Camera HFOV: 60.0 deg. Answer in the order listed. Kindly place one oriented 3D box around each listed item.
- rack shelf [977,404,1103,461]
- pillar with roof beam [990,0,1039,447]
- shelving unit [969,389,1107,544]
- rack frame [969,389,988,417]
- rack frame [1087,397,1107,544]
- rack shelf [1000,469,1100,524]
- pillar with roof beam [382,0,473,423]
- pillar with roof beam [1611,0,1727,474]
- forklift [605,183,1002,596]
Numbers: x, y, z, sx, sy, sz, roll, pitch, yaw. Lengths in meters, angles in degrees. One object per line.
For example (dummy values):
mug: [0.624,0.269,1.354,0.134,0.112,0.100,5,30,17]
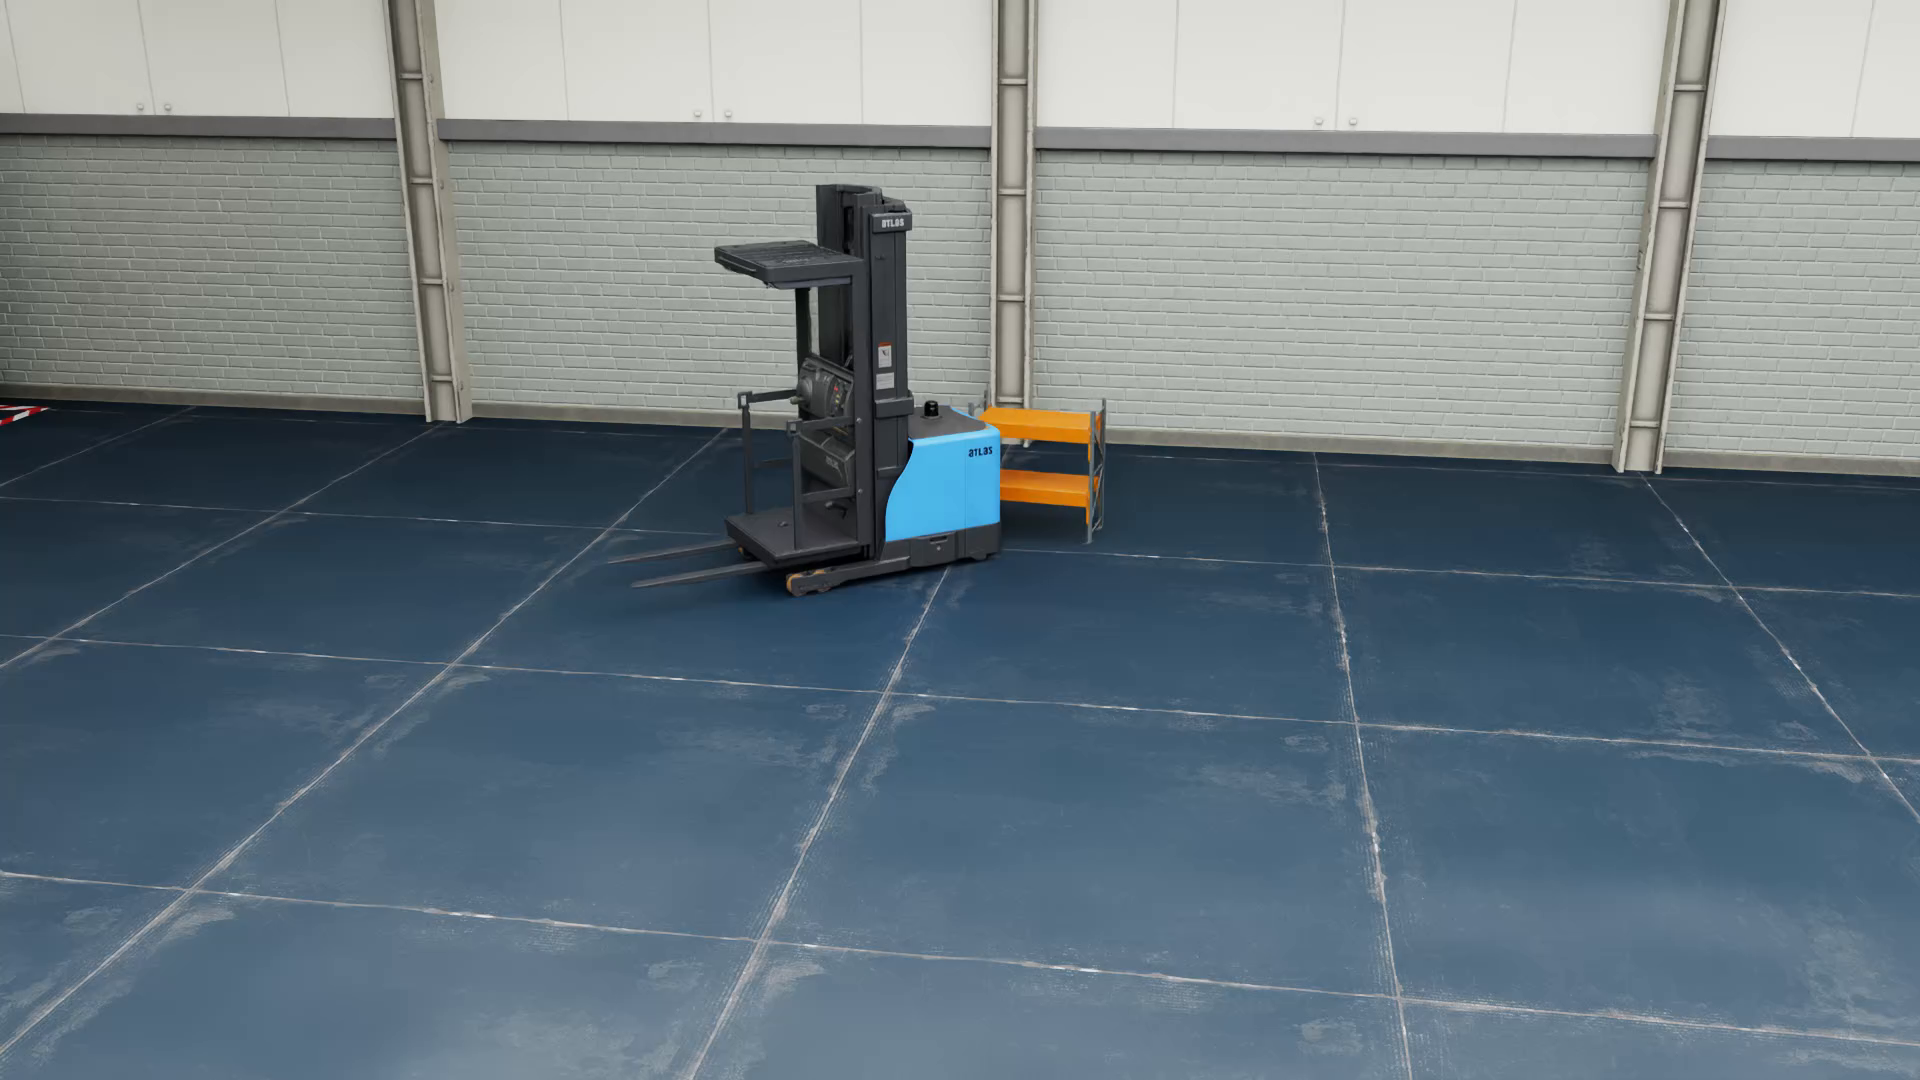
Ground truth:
rack shelf: [0.644,-0.897,13.787,1.000,0.278,0.538,5,19,15]
pillar with roof beam: [-0.169,-3.902,11.283,0.400,9.000,9.100,3,19,9]
shelving unit: [0.644,-0.619,13.880,1.048,1.125,0.538,5,19,15]
rack frame: [0.156,-0.664,14.014,0.032,1.125,0.500,5,19,15]
rack frame: [1.133,-0.574,13.747,0.032,1.125,0.500,5,19,15]
rack shelf: [0.644,-0.387,13.958,1.000,0.278,0.538,5,19,15]
pillar with roof beam: [-6.094,-4.204,12.185,0.400,9.000,9.100,3,19,9]
pillar with roof beam: [5.755,-3.600,10.380,0.400,9.000,9.100,3,19,9]
forklift: [-1.210,-1.157,12.642,3.031,2.935,1.130,-10,21,-27]
